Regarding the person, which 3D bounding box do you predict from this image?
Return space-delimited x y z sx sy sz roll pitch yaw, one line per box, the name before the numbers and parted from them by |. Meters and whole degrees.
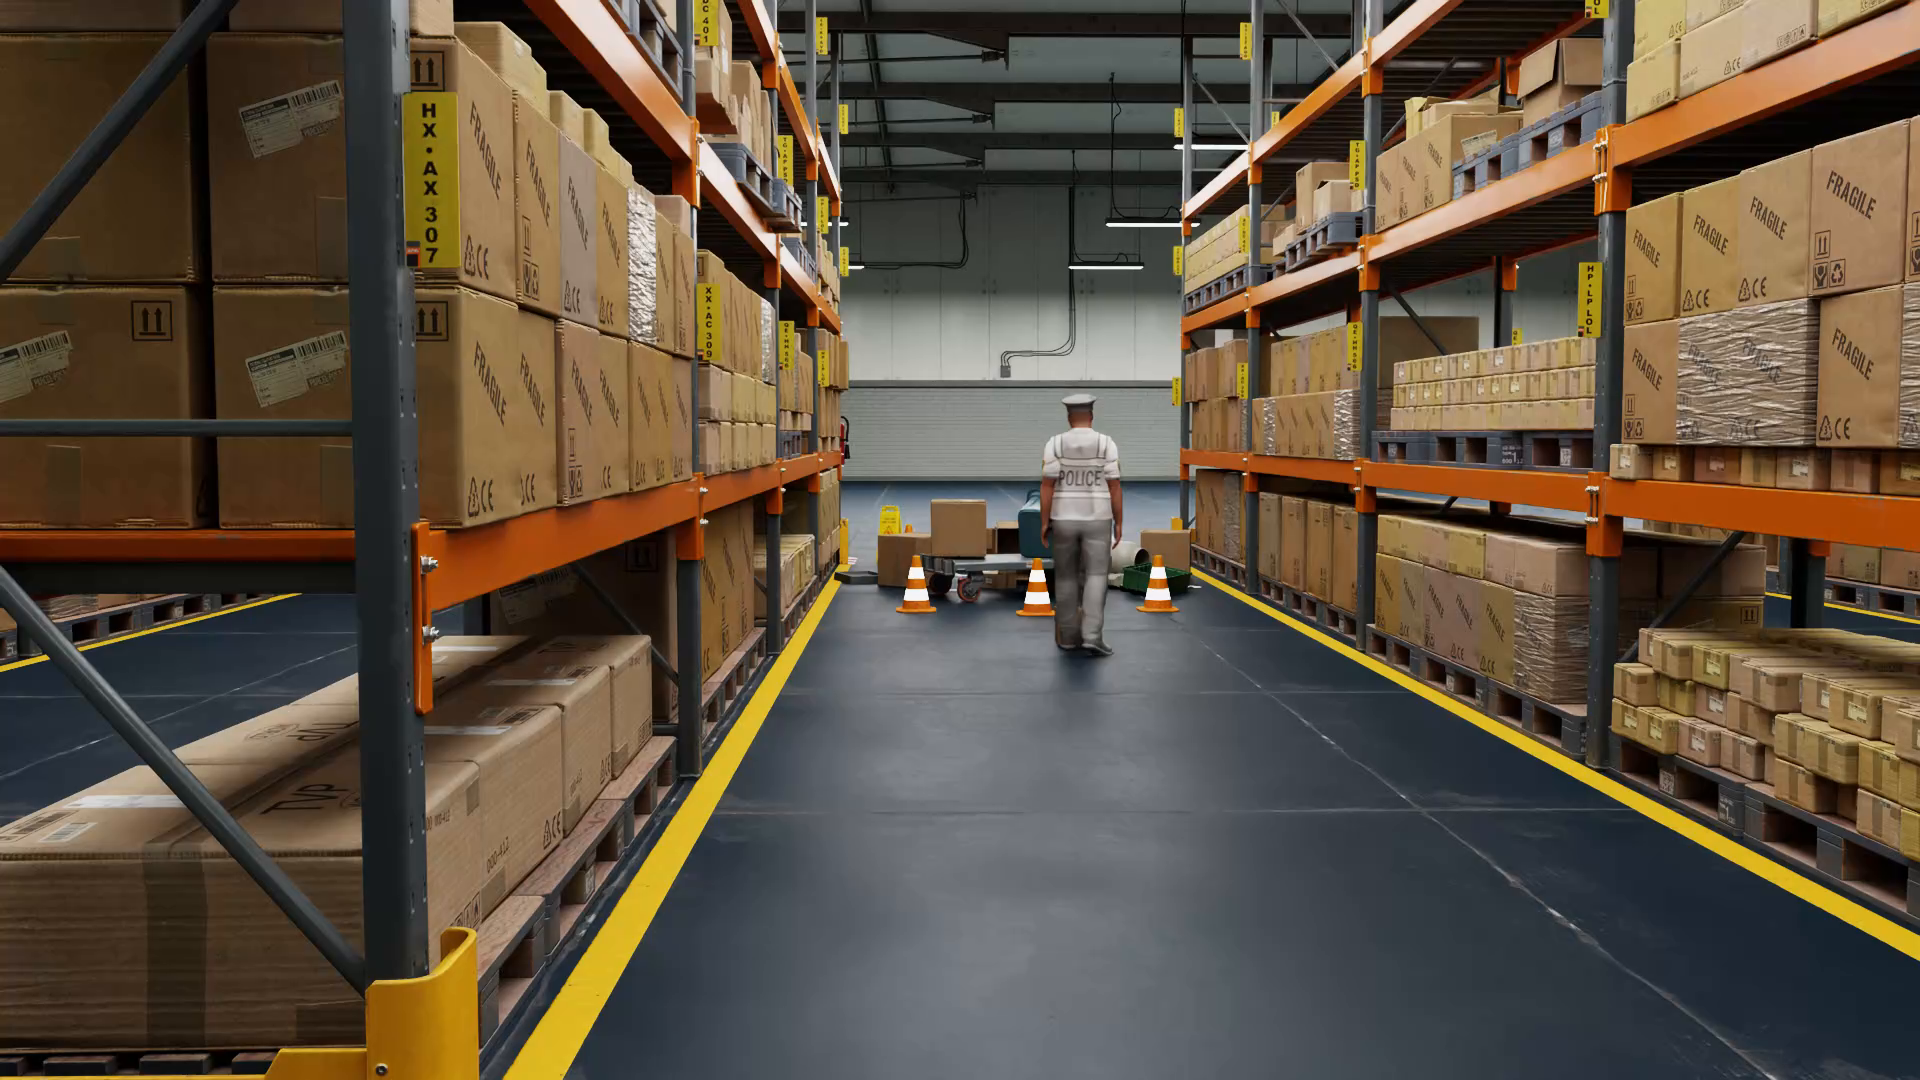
person | 0.831 -0.111 11.326 0.555 1.767 0.671 1 4 11
